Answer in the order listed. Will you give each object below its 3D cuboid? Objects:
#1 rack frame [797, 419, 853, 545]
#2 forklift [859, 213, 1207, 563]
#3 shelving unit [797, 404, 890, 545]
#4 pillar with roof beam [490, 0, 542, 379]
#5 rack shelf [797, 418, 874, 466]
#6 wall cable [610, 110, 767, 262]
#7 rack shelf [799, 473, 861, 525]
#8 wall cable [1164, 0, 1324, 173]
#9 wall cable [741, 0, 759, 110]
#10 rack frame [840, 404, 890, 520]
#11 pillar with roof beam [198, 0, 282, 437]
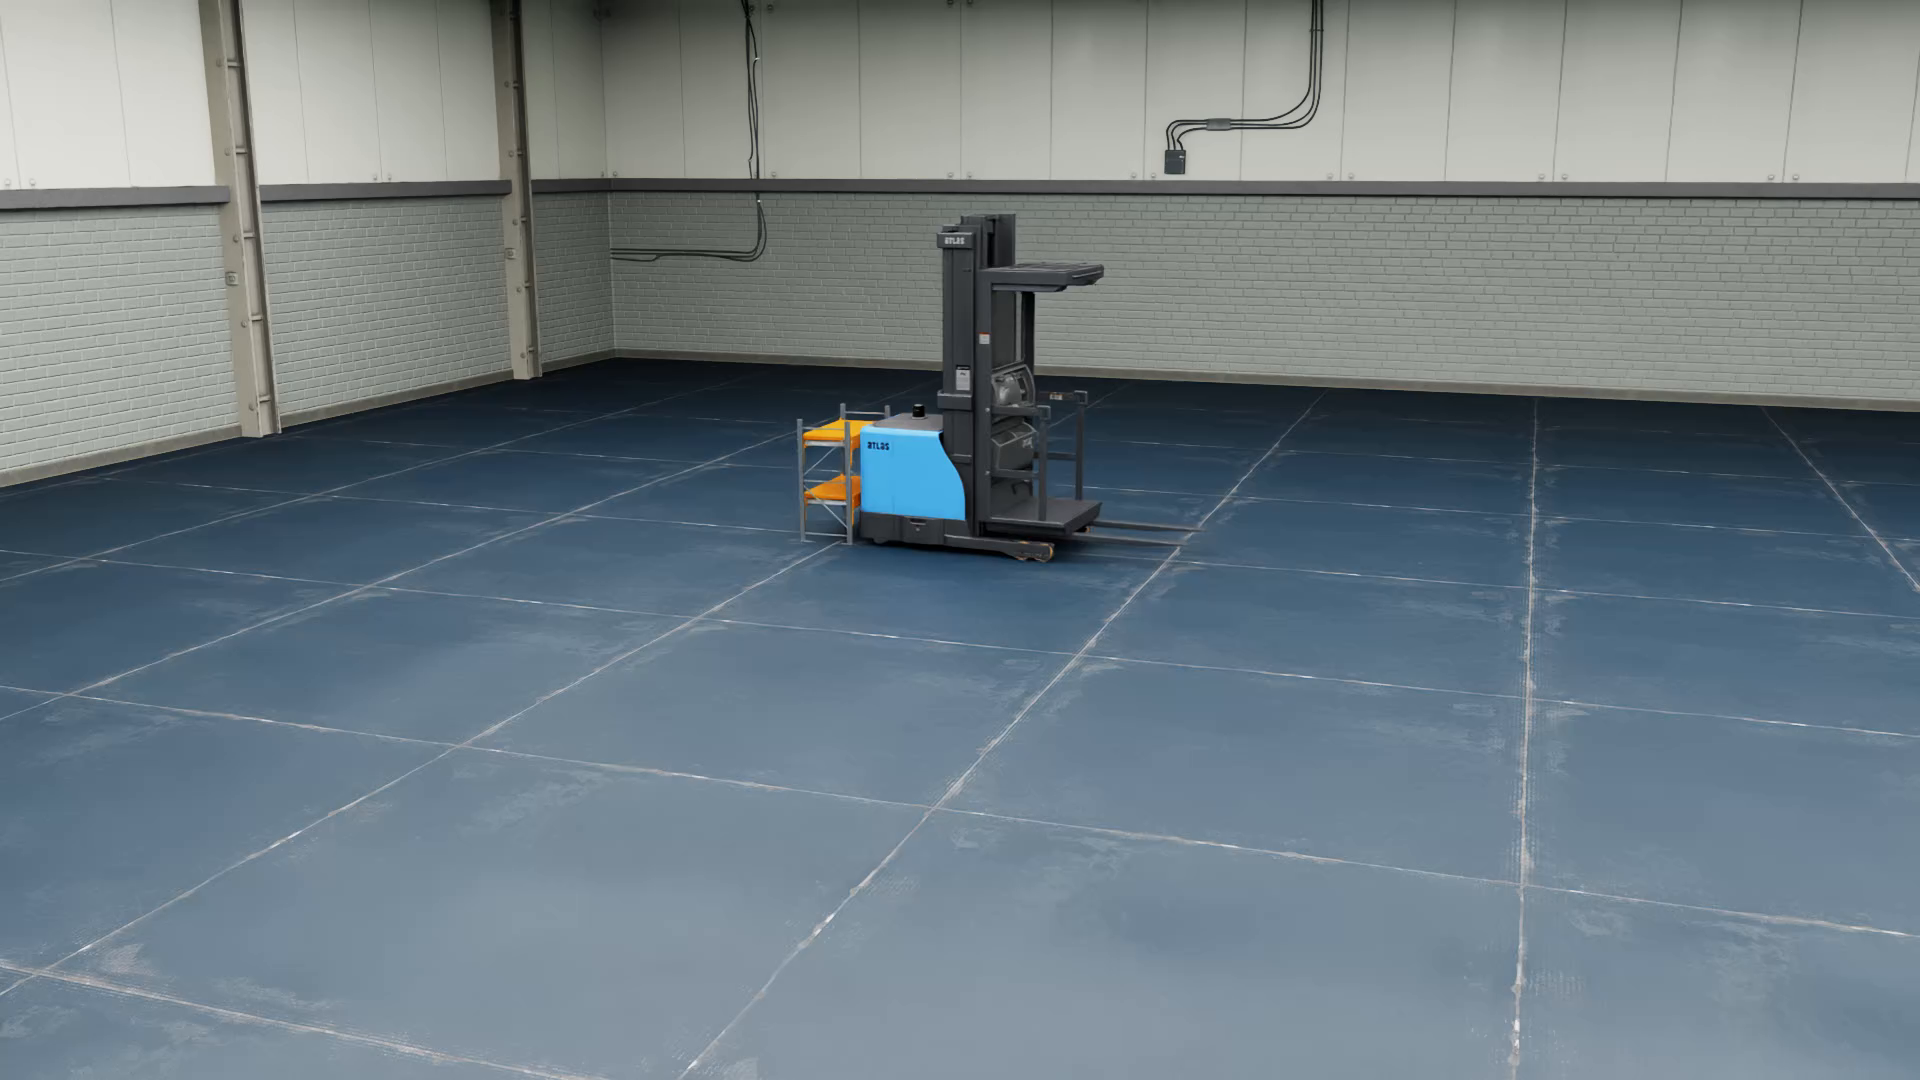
[{"bbox_3d":[-1.217,-0.523,15.001,0.500,1.125,0.032,4,13,18],"label":"rack frame"},{"bbox_3d":[0.656,-1.366,14.648,3.031,2.935,1.130,5,14,22],"label":"forklift"},{"bbox_3d":[-1.058,-0.630,15.471,0.538,1.125,1.048,4,13,18],"label":"shelving unit"},{"bbox_3d":[-2.864,-6.682,24.301,9.100,9.000,0.400,4,14,18],"label":"pillar with roof beam"},{"bbox_3d":[-1.060,-0.916,15.407,0.538,0.278,1.000,4,13,18],"label":"rack shelf"},{"bbox_3d":[-4.733,-6.003,28.305,3.097,2.526,0.112,4,14,18],"label":"wall cable"},{"bbox_3d":[-1.056,-0.392,15.525,0.538,0.278,1.000,4,13,18],"label":"rack shelf"},{"bbox_3d":[4.244,-8.488,24.572,2.305,6.003,0.169,4,14,18],"label":"wall cable"},{"bbox_3d":[-2.174,-8.270,26.890,3.097,2.526,0.112,4,14,18],"label":"wall cable"},{"bbox_3d":[-0.898,-0.738,15.942,0.500,1.125,0.032,4,13,18],"label":"rack frame"},{"bbox_3d":[-4.806,-5.418,18.766,9.100,9.000,0.400,4,14,18],"label":"pillar with roof beam"}]
